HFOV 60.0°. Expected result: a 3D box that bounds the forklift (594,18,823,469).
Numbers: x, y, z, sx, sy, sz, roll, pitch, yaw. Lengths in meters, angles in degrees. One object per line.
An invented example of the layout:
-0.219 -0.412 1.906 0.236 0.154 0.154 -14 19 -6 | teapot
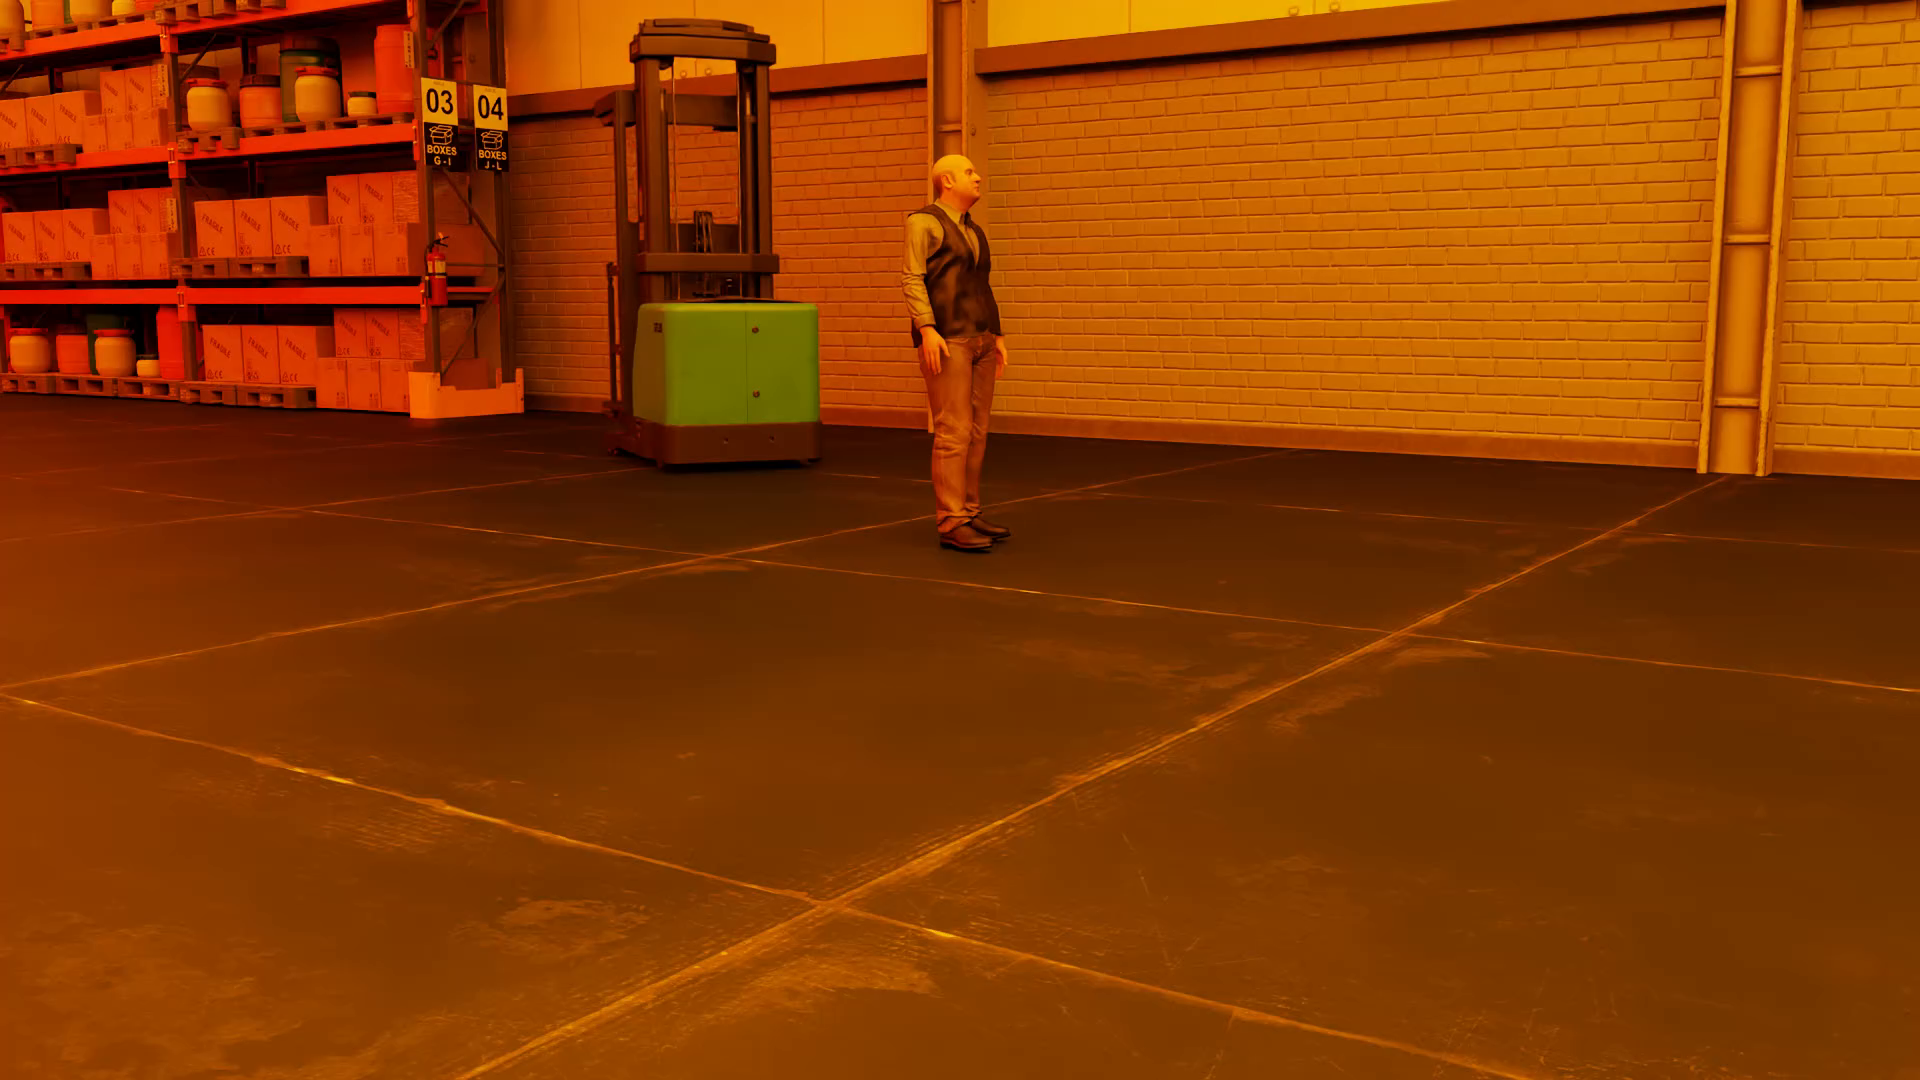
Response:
-1.939 -2.078 11.805 1.130 2.935 3.031 -3 9 -23 | forklift

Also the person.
0.047 -0.854 7.440 0.568 1.720 0.632 5 10 34 | person
